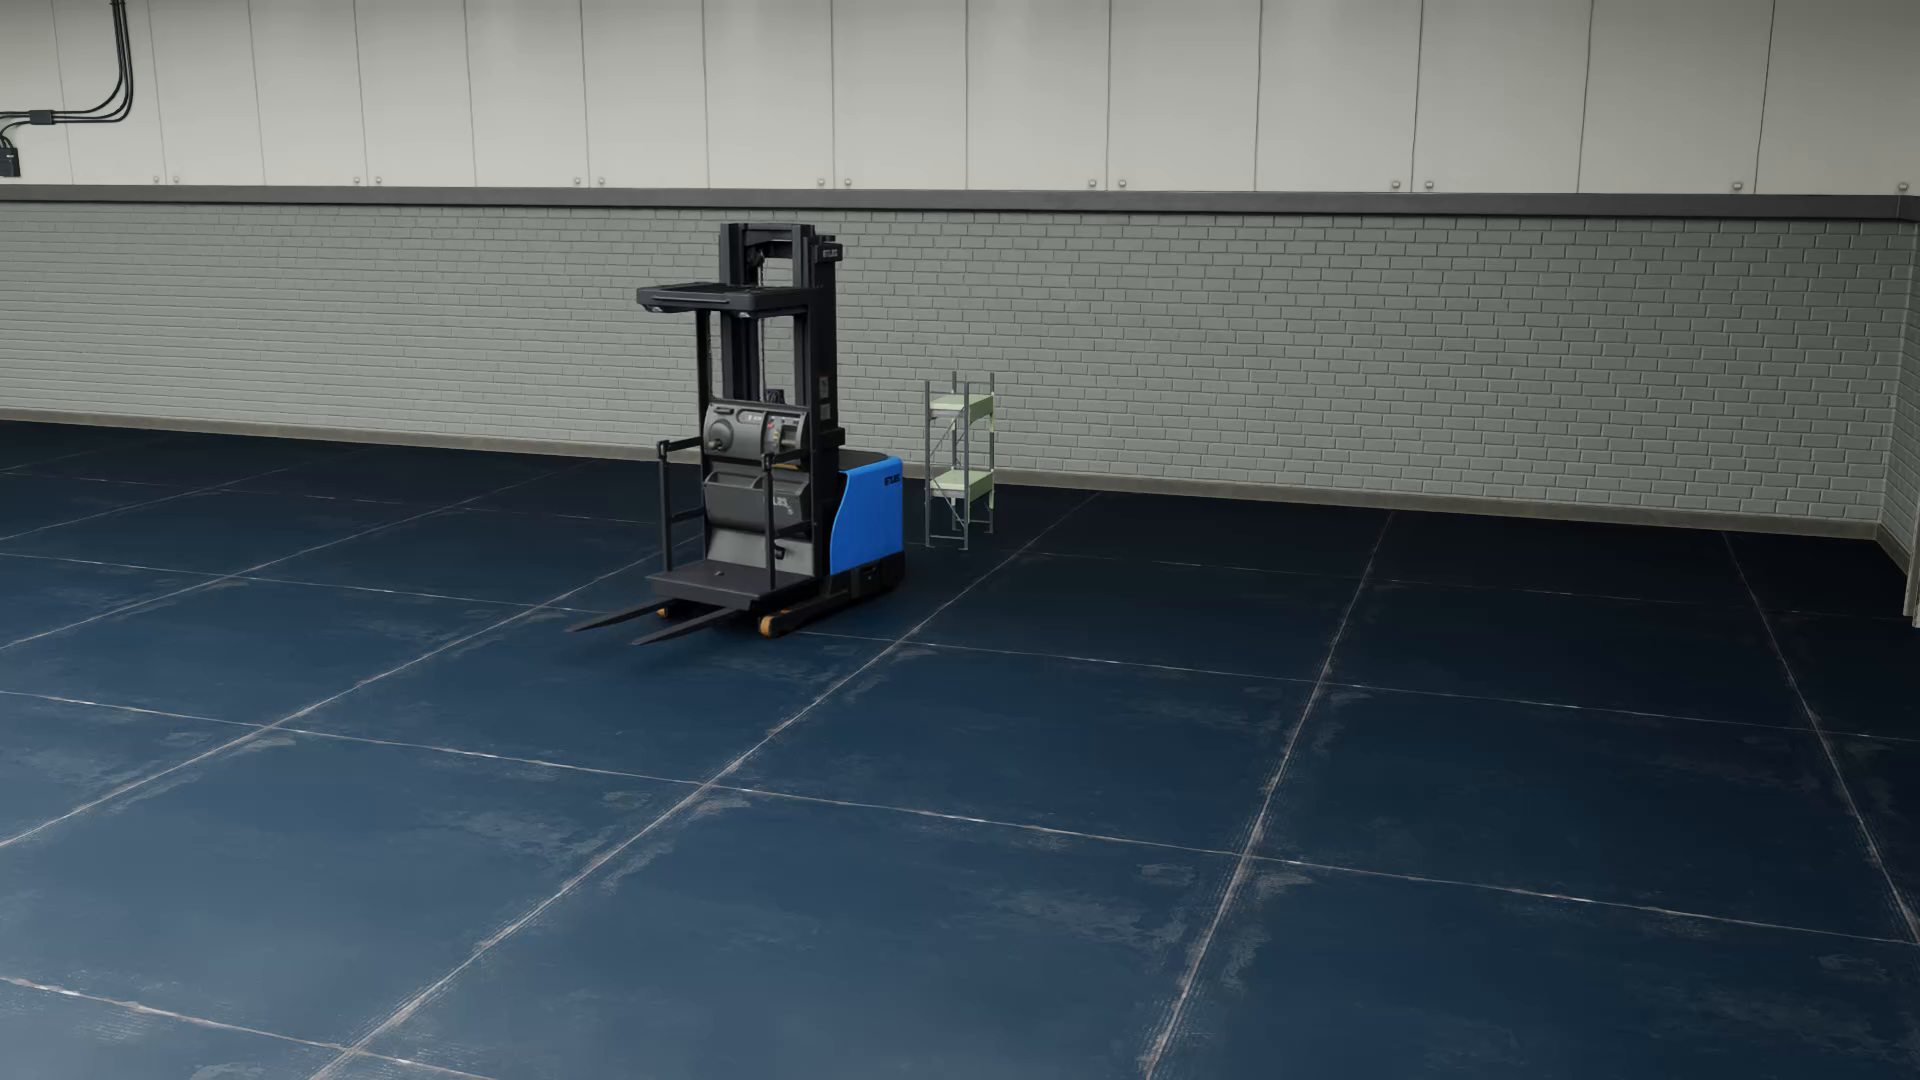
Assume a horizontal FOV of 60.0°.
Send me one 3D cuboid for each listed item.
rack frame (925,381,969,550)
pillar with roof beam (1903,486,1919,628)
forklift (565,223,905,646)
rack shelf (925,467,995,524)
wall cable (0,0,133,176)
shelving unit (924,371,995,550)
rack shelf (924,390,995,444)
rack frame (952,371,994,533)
[{"bbox_3d":[-0.116,-0.656,14.752,0.400,1.500,0.023,4,14,18],"label":"rack frame"},{"bbox_3d":[3.250,-4.079,12.897,9.100,9.000,0.400,4,14,18],"label":"pillar with roof beam"},{"bbox_3d":[-1.653,-0.833,12.313,1.130,2.935,3.031,8,15,31],"label":"forklift"},{"bbox_3d":[0.002,-0.415,15.162,0.431,0.370,0.720,4,14,18],"label":"rack shelf"},{"bbox_3d":[-11.300,-7.533,20.388,2.305,6.003,0.169,4,14,18],"label":"wall cable"},{"bbox_3d":[0.002,-0.733,15.089,0.431,1.500,0.755,4,14,18],"label":"shelving unit"},{"bbox_3d":[0.002,-1.113,15.002,0.431,0.370,0.720,4,14,18],"label":"rack shelf"},{"bbox_3d":[0.121,-0.810,15.427,0.400,1.500,0.023,4,14,18],"label":"rack frame"}]
